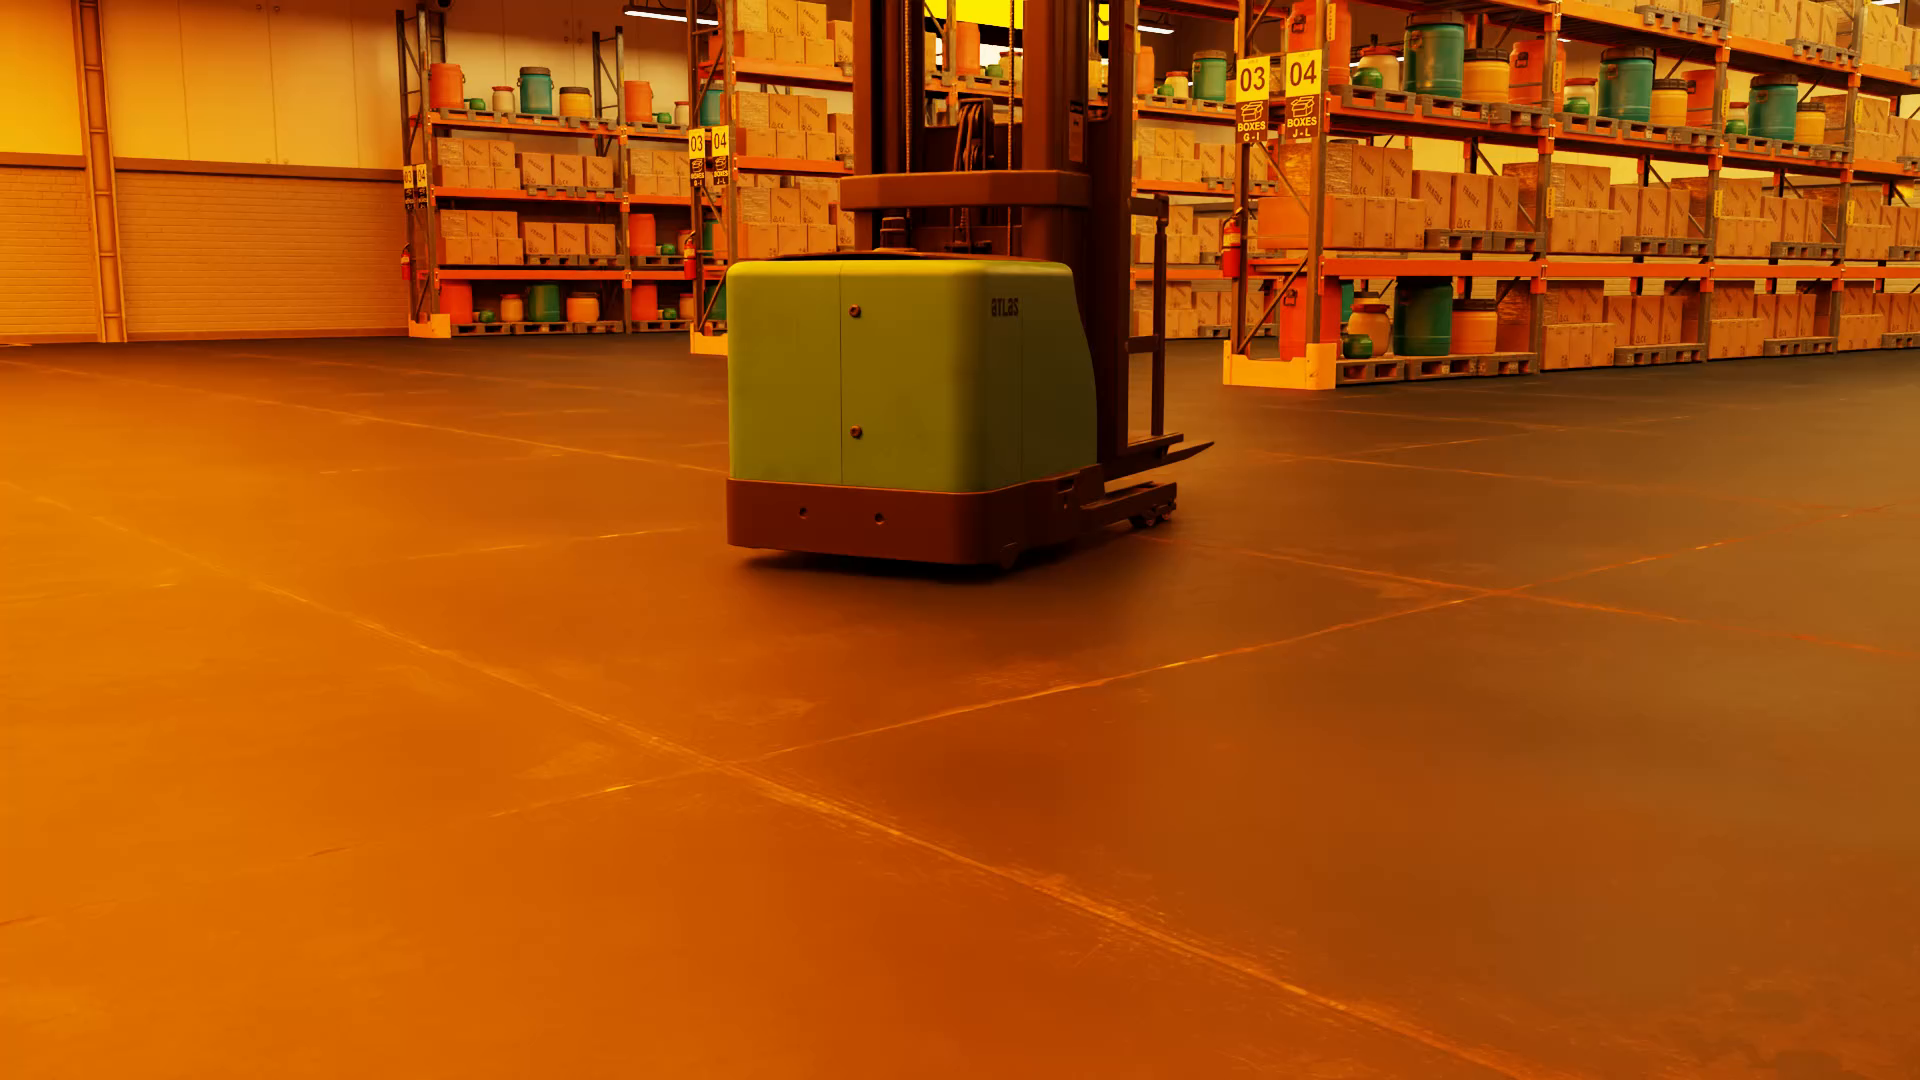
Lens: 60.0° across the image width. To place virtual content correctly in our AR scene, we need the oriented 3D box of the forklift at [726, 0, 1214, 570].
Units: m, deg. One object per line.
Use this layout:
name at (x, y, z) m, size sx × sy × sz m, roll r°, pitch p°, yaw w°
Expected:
forklift at (0.275, -1.531, 6.852) m, size 1.130 × 2.935 × 3.031 m, roll 4°, pitch 10°, yaw 26°
